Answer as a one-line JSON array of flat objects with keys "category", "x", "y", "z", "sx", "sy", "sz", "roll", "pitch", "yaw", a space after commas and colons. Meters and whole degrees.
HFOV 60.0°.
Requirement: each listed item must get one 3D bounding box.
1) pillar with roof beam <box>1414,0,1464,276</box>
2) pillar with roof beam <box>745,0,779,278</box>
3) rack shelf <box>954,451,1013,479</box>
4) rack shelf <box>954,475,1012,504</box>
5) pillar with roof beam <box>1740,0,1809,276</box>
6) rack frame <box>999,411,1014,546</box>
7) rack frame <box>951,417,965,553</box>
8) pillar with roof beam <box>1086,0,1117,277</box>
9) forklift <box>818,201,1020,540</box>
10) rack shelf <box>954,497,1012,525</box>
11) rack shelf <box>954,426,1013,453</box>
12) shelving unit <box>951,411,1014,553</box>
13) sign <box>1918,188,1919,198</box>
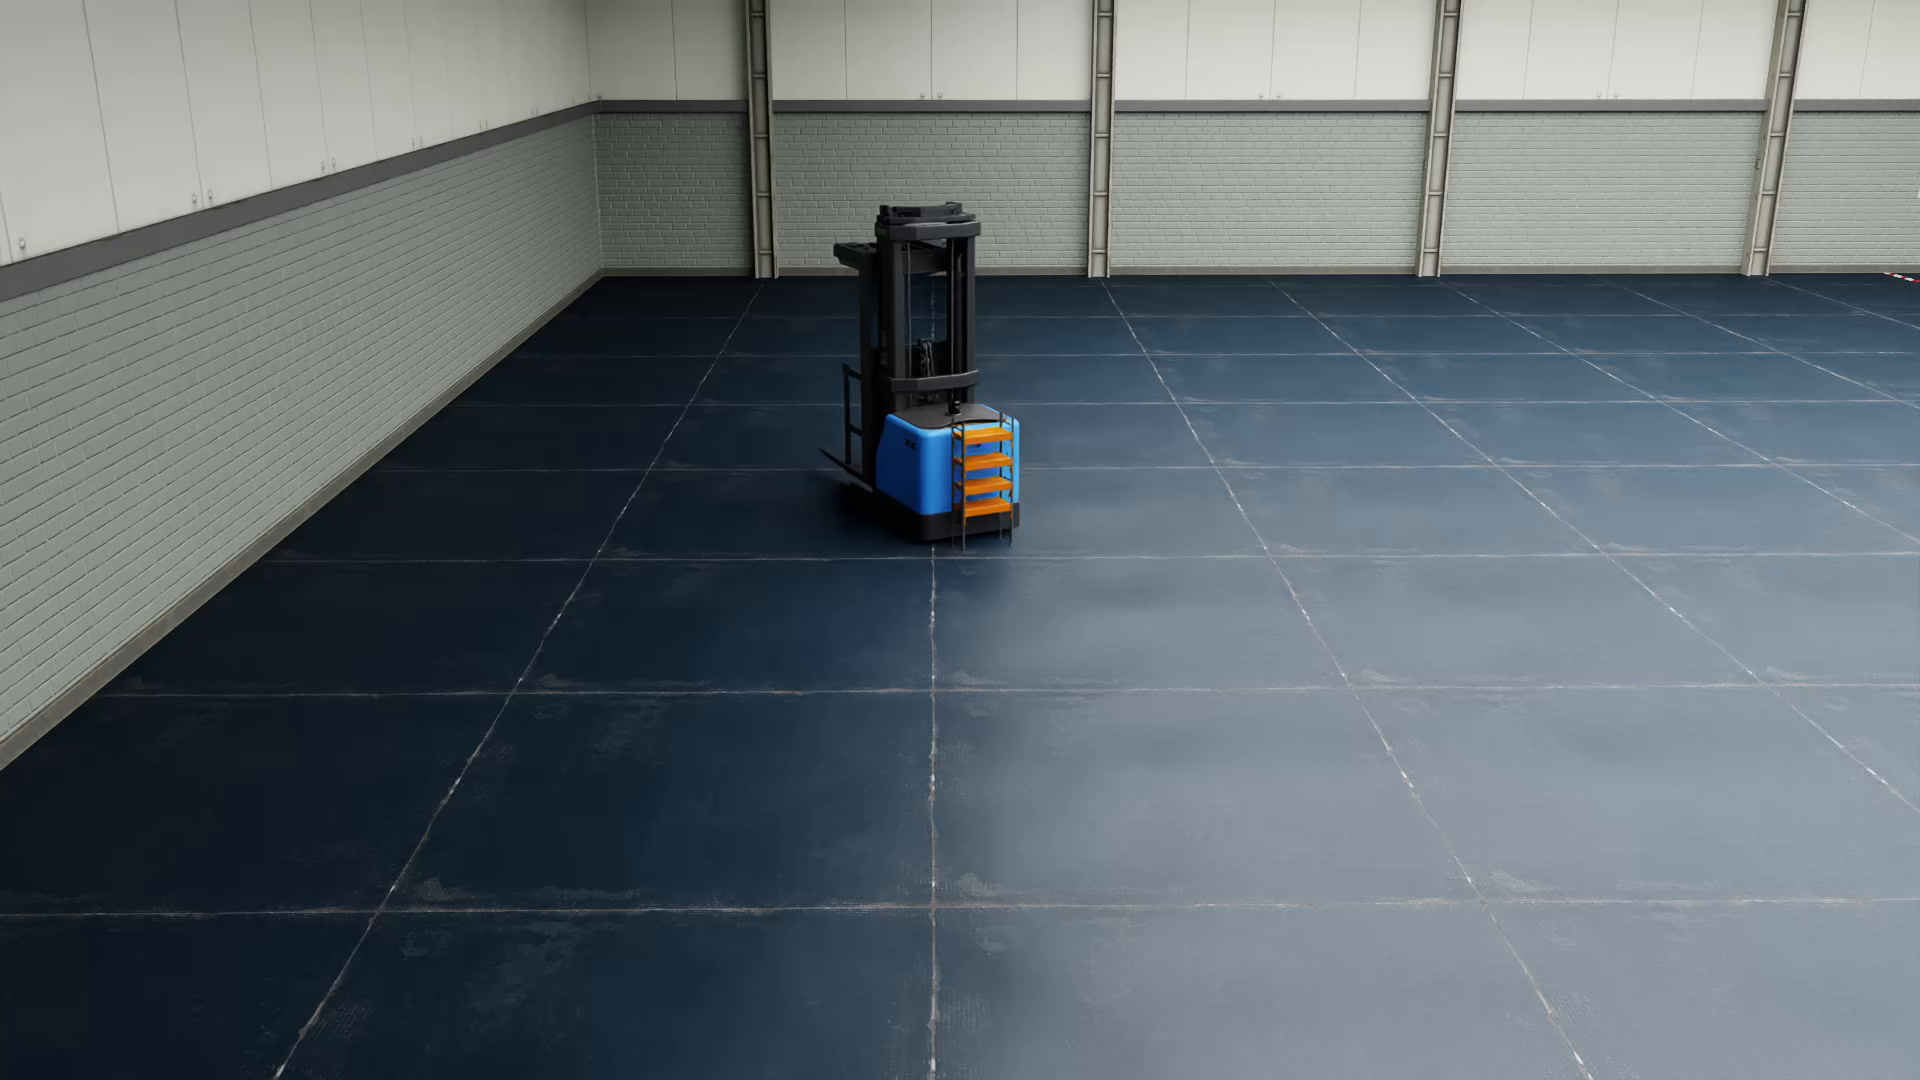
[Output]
[{"category": "pillar with roof beam", "x": 8.574, "y": -7.794, "z": 24.816, "sx": 0.400, "sy": 9.000, "sz": 9.100, "roll": 0, "pitch": 18, "yaw": -1}, {"category": "pillar with roof beam", "x": -3.425, "y": -7.737, "z": 24.635, "sx": 0.400, "sy": 9.000, "sz": 9.100, "roll": 0, "pitch": 18, "yaw": -1}, {"category": "rack shelf", "x": 0.201, "y": -0.669, "z": 14.860, "sx": 0.480, "sy": 0.148, "sz": 0.258, "roll": -9, "pitch": 20, "yaw": -25}, {"category": "rack shelf", "x": 0.201, "y": -0.456, "z": 14.928, "sx": 0.480, "sy": 0.148, "sz": 0.258, "roll": -9, "pitch": 20, "yaw": -25}, {"category": "pillar with roof beam", "x": 14.573, "y": -7.823, "z": 24.906, "sx": 0.400, "sy": 9.000, "sz": 9.100, "roll": 0, "pitch": 18, "yaw": -1}, {"category": "rack frame", "x": 0.419, "y": -0.553, "z": 15.010, "sx": 0.015, "sy": 1.200, "sz": 0.240, "roll": -9, "pitch": 20, "yaw": -25}, {"category": "rack frame", "x": -0.018, "y": -0.487, "z": 14.804, "sx": 0.015, "sy": 1.200, "sz": 0.240, "roll": -9, "pitch": 20, "yaw": -25}, {"category": "pillar with roof beam", "x": 2.574, "y": -7.766, "z": 24.726, "sx": 0.400, "sy": 9.000, "sz": 9.100, "roll": 0, "pitch": 18, "yaw": -1}, {"category": "forklift", "x": -0.539, "y": -1.798, "z": 16.057, "sx": 1.130, "sy": 2.935, "sz": 3.031, "roll": -8, "pitch": 20, "yaw": -25}, {"category": "rack shelf", "x": 0.201, "y": -0.267, "z": 14.989, "sx": 0.480, "sy": 0.148, "sz": 0.258, "roll": -9, "pitch": 20, "yaw": -25}, {"category": "rack shelf", "x": 0.201, "y": -0.894, "z": 14.787, "sx": 0.480, "sy": 0.148, "sz": 0.258, "roll": -9, "pitch": 20, "yaw": -25}, {"category": "shelving unit", "x": 0.201, "y": -0.520, "z": 14.907, "sx": 0.503, "sy": 1.200, "sz": 0.258, "roll": -9, "pitch": 20, "yaw": -25}, {"category": "sign", "x": 17.478, "y": -6.356, "z": 30.095, "sx": 0.234, "sy": 0.329, "sz": 0.001, "roll": 0, "pitch": 18, "yaw": -1}]
